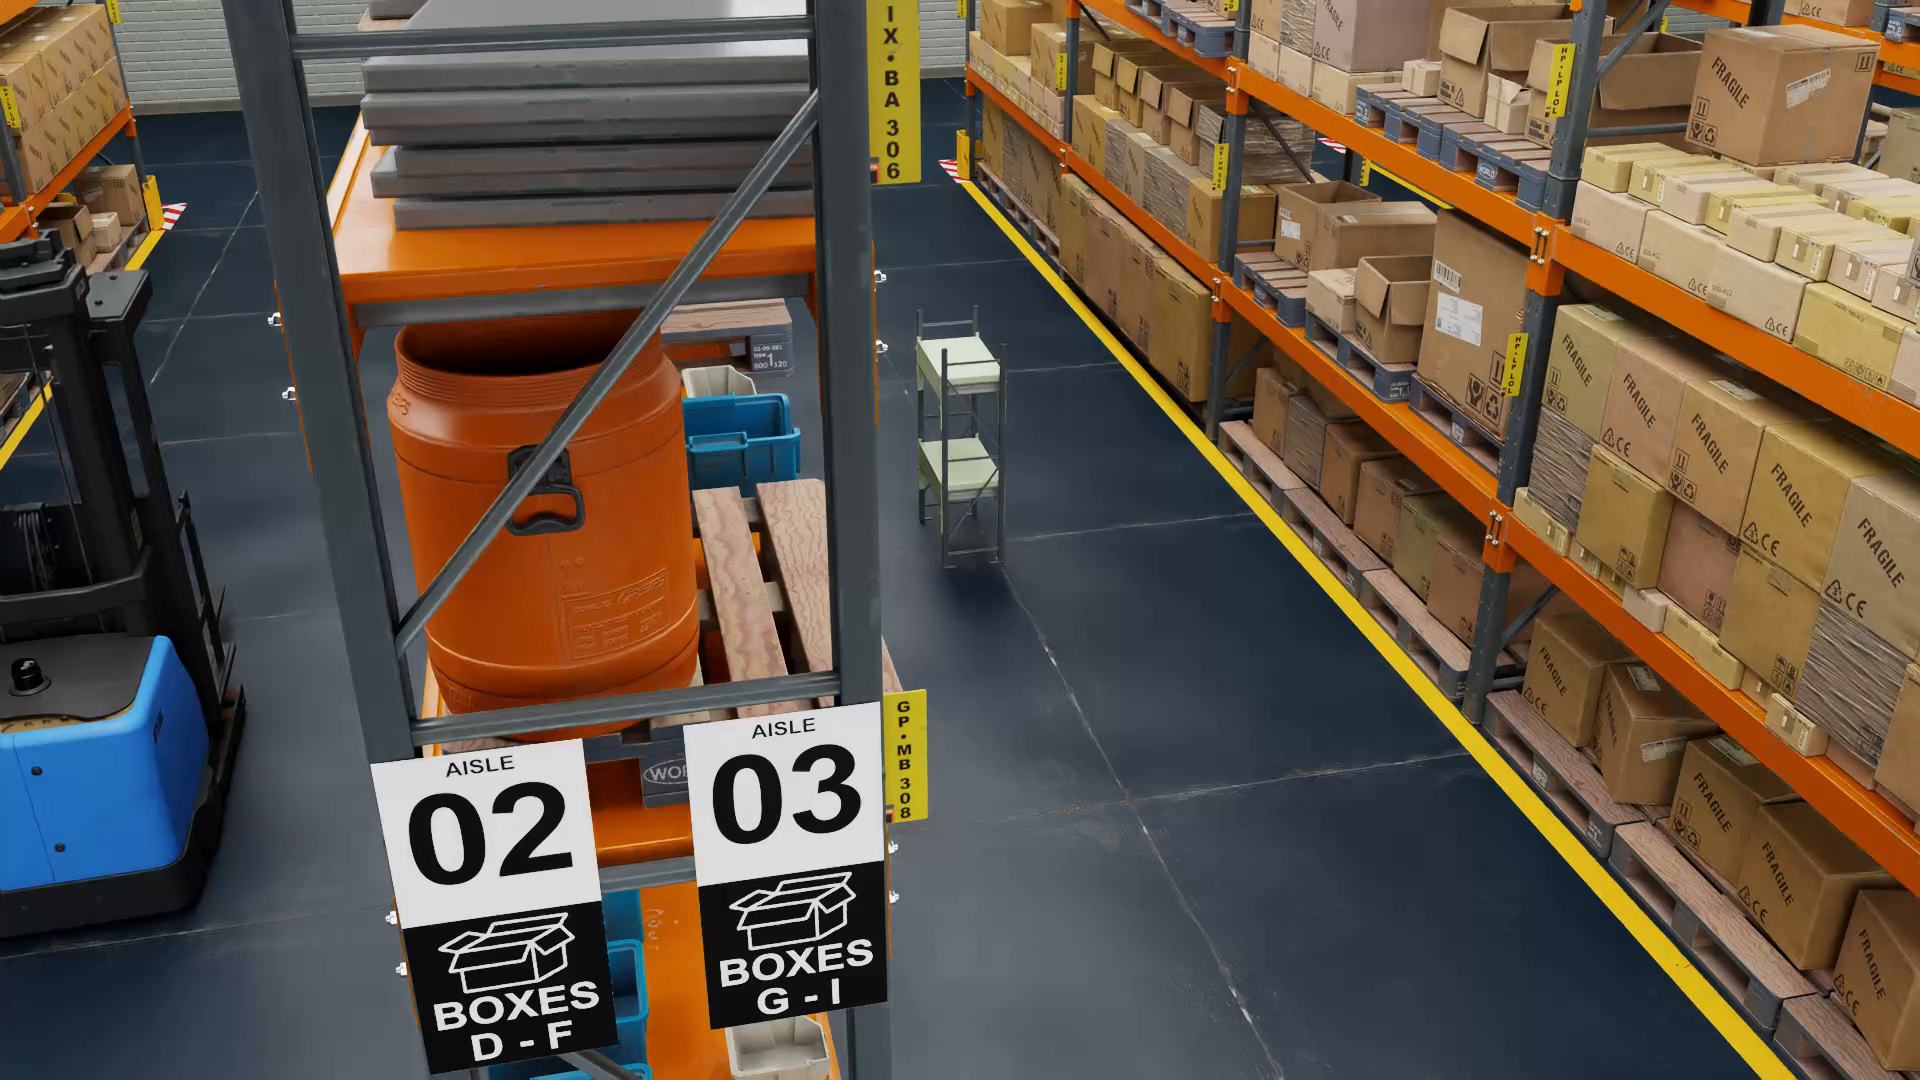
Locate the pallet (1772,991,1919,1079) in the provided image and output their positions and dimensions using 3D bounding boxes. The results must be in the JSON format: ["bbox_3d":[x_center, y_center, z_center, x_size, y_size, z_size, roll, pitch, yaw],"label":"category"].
[{"bbox_3d":[4.004,2.206,6.491,1.003,0.211,1.213,-6,27,-12],"label":"pallet"}]

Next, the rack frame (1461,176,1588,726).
[{"bbox_3d":[3.268,-0.401,8.562,1.000,3.000,0.127,-6,27,-12],"label":"rack frame"}]

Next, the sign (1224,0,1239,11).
[{"bbox_3d":[1.824,-3.710,11.126,0.100,0.325,0.005,-6,27,-12],"label":"sign"}]

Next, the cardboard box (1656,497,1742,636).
[{"bbox_3d":[3.599,0.058,7.212,0.875,0.500,0.500,-6,27,-12],"label":"cardboard box"}]

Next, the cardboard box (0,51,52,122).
[{"bbox_3d":[-8.136,-3.862,14.198,0.500,0.500,0.500,-7,28,-13],"label":"cardboard box"}]

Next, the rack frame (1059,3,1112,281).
[{"bbox_3d":[1.465,-3.913,15.520,1.000,3.000,0.127,-6,27,-12],"label":"rack frame"}]

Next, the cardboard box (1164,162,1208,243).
[{"bbox_3d":[1.908,-2.613,12.833,0.500,0.500,0.500,-6,27,-12],"label":"cardboard box"}]

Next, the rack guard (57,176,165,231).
[{"bbox_3d":[-9.071,-3.515,17.507,1.175,0.500,0.348,-6,27,-12],"label":"rack guard"}]

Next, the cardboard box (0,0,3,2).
[{"bbox_3d":[-8.055,-4.419,13.361,0.500,0.250,0.500,-6,27,-12],"label":"cardboard box"}]

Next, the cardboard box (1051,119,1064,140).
[{"bbox_3d":[1.078,-3.901,15.776,0.380,0.149,0.250,-6,27,-11],"label":"cardboard box"}]

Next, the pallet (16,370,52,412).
[{"bbox_3d":[-7.967,-1.311,13.459,1.003,0.211,1.213,-6,27,-12],"label":"pallet"}]

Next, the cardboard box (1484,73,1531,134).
[{"bbox_3d":[2.959,-2.270,8.619,0.396,0.266,0.258,-5,27,-10],"label":"cardboard box"}]

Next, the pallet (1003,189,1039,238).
[{"bbox_3d":[1.092,-3.547,17.889,1.003,0.211,1.213,-6,27,-12],"label":"pallet"}]

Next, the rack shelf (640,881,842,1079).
[{"bbox_3d":[-1.106,1.301,5.988,1.077,0.370,4.000,-6,27,-12],"label":"rack shelf"}]

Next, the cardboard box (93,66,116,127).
[{"bbox_3d":[-8.602,-4.313,16.202,0.500,0.500,0.500,-6,27,-11],"label":"cardboard box"}]

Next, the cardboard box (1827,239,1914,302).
[{"bbox_3d":[3.463,-0.999,6.142,0.380,0.149,0.250,-5,27,-10],"label":"cardboard box"}]

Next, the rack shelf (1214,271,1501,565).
[{"bbox_3d":[2.818,-0.958,10.464,1.077,0.370,4.000,-6,27,-12],"label":"rack shelf"}]

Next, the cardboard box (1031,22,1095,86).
[{"bbox_3d":[0.992,-4.709,16.101,0.500,0.500,0.500,-6,27,-11],"label":"cardboard box"}]

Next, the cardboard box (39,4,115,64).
[{"bbox_3d":[-8.720,-4.988,16.430,0.500,0.500,0.500,-6,27,-12],"label":"cardboard box"}]

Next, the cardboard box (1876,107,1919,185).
[{"bbox_3d":[7.314,-2.909,12.311,0.700,0.500,0.500,-6,27,-12],"label":"cardboard box"}]

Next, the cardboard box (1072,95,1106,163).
[{"bbox_3d":[1.326,-3.730,15.047,0.500,0.500,0.500,-6,27,-11],"label":"cardboard box"}]

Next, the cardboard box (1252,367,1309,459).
[{"bbox_3d":[2.537,-0.945,11.927,0.700,0.500,0.500,-7,28,-14],"label":"cardboard box"}]

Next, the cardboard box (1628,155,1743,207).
[{"bbox_3d":[3.168,-1.567,7.268,0.380,0.149,0.250,-7,28,-14],"label":"cardboard box"}]

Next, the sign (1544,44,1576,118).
[{"bbox_3d":[2.728,-2.089,7.566,0.100,0.325,0.005,-6,27,-12],"label":"sign"}]

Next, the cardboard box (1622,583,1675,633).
[{"bbox_3d":[3.233,0.277,7.498,0.380,0.149,0.250,-6,27,-12],"label":"cardboard box"}]

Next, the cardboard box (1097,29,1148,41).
[{"bbox_3d":[1.607,-4.550,15.786,0.500,0.500,0.500,-6,27,-12],"label":"cardboard box"}]

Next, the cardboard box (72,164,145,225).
[{"bbox_3d":[-8.726,-3.532,17.050,0.500,0.500,0.500,-6,27,-12],"label":"cardboard box"}]

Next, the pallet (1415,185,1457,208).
[{"bbox_3d":[5.856,-3.955,18.699,1.003,0.211,1.213,-6,27,-12],"label":"pallet"}]

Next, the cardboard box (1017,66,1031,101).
[{"bbox_3d":[0.876,-4.597,16.712,0.500,0.250,0.500,-5,27,-11],"label":"cardboard box"}]

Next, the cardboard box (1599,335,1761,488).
[{"bbox_3d":[3.236,-0.582,7.370,0.500,0.500,0.500,-6,27,-12],"label":"cardboard box"}]

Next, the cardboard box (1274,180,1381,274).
[{"bbox_3d":[2.528,-2.156,11.462,0.500,0.500,0.500,-9,28,-18],"label":"cardboard box"}]

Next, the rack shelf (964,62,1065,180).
[{"bbox_3d":[1.015,-4.470,17.422,1.077,0.370,4.000,-6,27,-12],"label":"rack shelf"}]

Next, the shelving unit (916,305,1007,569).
[{"bbox_3d":[0.002,-0.667,10.753,0.431,1.500,0.755,-6,27,-12],"label":"shelving unit"}]

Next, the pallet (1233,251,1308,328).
[{"bbox_3d":[2.631,-1.769,11.486,1.213,0.211,1.003,-6,27,-12],"label":"pallet"}]

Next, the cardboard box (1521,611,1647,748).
[{"bbox_3d":[3.320,0.707,8.675,0.500,0.500,0.500,-7,28,-13],"label":"cardboard box"}]

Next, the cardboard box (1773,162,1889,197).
[{"bbox_3d":[3.735,-1.510,7.154,0.380,0.149,0.250,-7,28,-14],"label":"cardboard box"}]

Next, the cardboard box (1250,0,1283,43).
[{"bbox_3d":[2.222,-3.531,10.770,0.500,0.500,0.500,-6,27,-11],"label":"cardboard box"}]

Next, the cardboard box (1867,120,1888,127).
[{"bbox_3d":[7.244,-3.298,13.453,0.380,0.149,0.250,-7,28,-13],"label":"cardboard box"}]

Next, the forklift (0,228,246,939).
[{"bbox_3d":[-4.406,-0.158,8.157,1.130,2.935,3.031,-7,28,-14],"label":"forklift"}]

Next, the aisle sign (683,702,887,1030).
[{"bbox_3d":[-0.354,0.699,3.497,0.394,0.787,0.004,-6,27,-12],"label":"aisle sign"}]

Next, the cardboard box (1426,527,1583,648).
[{"bbox_3d":[3.151,0.247,9.565,0.700,0.500,0.500,-8,28,-16],"label":"cardboard box"}]

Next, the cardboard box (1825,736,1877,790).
[{"bbox_3d":[3.607,0.816,6.430,0.380,0.149,0.250,-6,27,-12],"label":"cardboard box"}]

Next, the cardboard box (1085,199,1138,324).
[{"bbox_3d":[1.831,-2.481,14.575,1.225,0.875,0.875,-7,28,-13],"label":"cardboard box"}]

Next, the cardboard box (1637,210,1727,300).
[{"bbox_3d":[3.244,-1.218,7.018,0.500,0.250,0.500,-6,27,-12],"label":"cardboard box"}]

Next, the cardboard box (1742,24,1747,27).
[{"bbox_3d":[10.048,-6.480,20.495,0.500,0.500,0.500,-6,27,-12],"label":"cardboard box"}]

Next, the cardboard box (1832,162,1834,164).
[{"bbox_3d":[7.258,-3.026,13.576,0.380,0.149,0.250,-5,27,-9],"label":"cardboard box"}]

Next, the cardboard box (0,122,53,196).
[{"bbox_3d":[-8.036,-3.205,14.006,0.500,0.500,0.500,-5,27,-10],"label":"cardboard box"}]

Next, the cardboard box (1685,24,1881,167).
[{"bbox_3d":[3.618,-1.969,7.344,0.500,0.500,0.500,-7,28,-13],"label":"cardboard box"}]

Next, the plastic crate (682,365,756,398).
[{"bbox_3d":[-0.802,-0.456,5.634,0.243,0.136,0.396,-6,27,-12],"label":"plastic crate"}]

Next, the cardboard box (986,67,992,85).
[{"bbox_3d":[0.500,-5.028,18.009,0.380,0.149,0.250,-6,27,-12],"label":"cardboard box"}]

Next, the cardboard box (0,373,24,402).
[{"bbox_3d":[-7.581,-1.364,12.755,0.500,0.500,0.500,-6,27,-11],"label":"cardboard box"}]

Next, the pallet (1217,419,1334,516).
[{"bbox_3d":[2.542,-0.569,11.989,1.003,0.211,1.213,-6,27,-12],"label":"pallet"}]

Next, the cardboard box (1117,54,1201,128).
[{"bbox_3d":[1.761,-3.823,14.118,0.797,0.503,0.637,-6,27,-11],"label":"cardboard box"}]

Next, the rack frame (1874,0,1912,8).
[{"bbox_3d":[7.222,-5.295,11.599,1.000,3.000,0.127,-6,27,-12],"label":"rack frame"}]

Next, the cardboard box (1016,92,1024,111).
[{"bbox_3d":[0.788,-4.466,16.894,0.380,0.149,0.250,-6,27,-12],"label":"cardboard box"}]
